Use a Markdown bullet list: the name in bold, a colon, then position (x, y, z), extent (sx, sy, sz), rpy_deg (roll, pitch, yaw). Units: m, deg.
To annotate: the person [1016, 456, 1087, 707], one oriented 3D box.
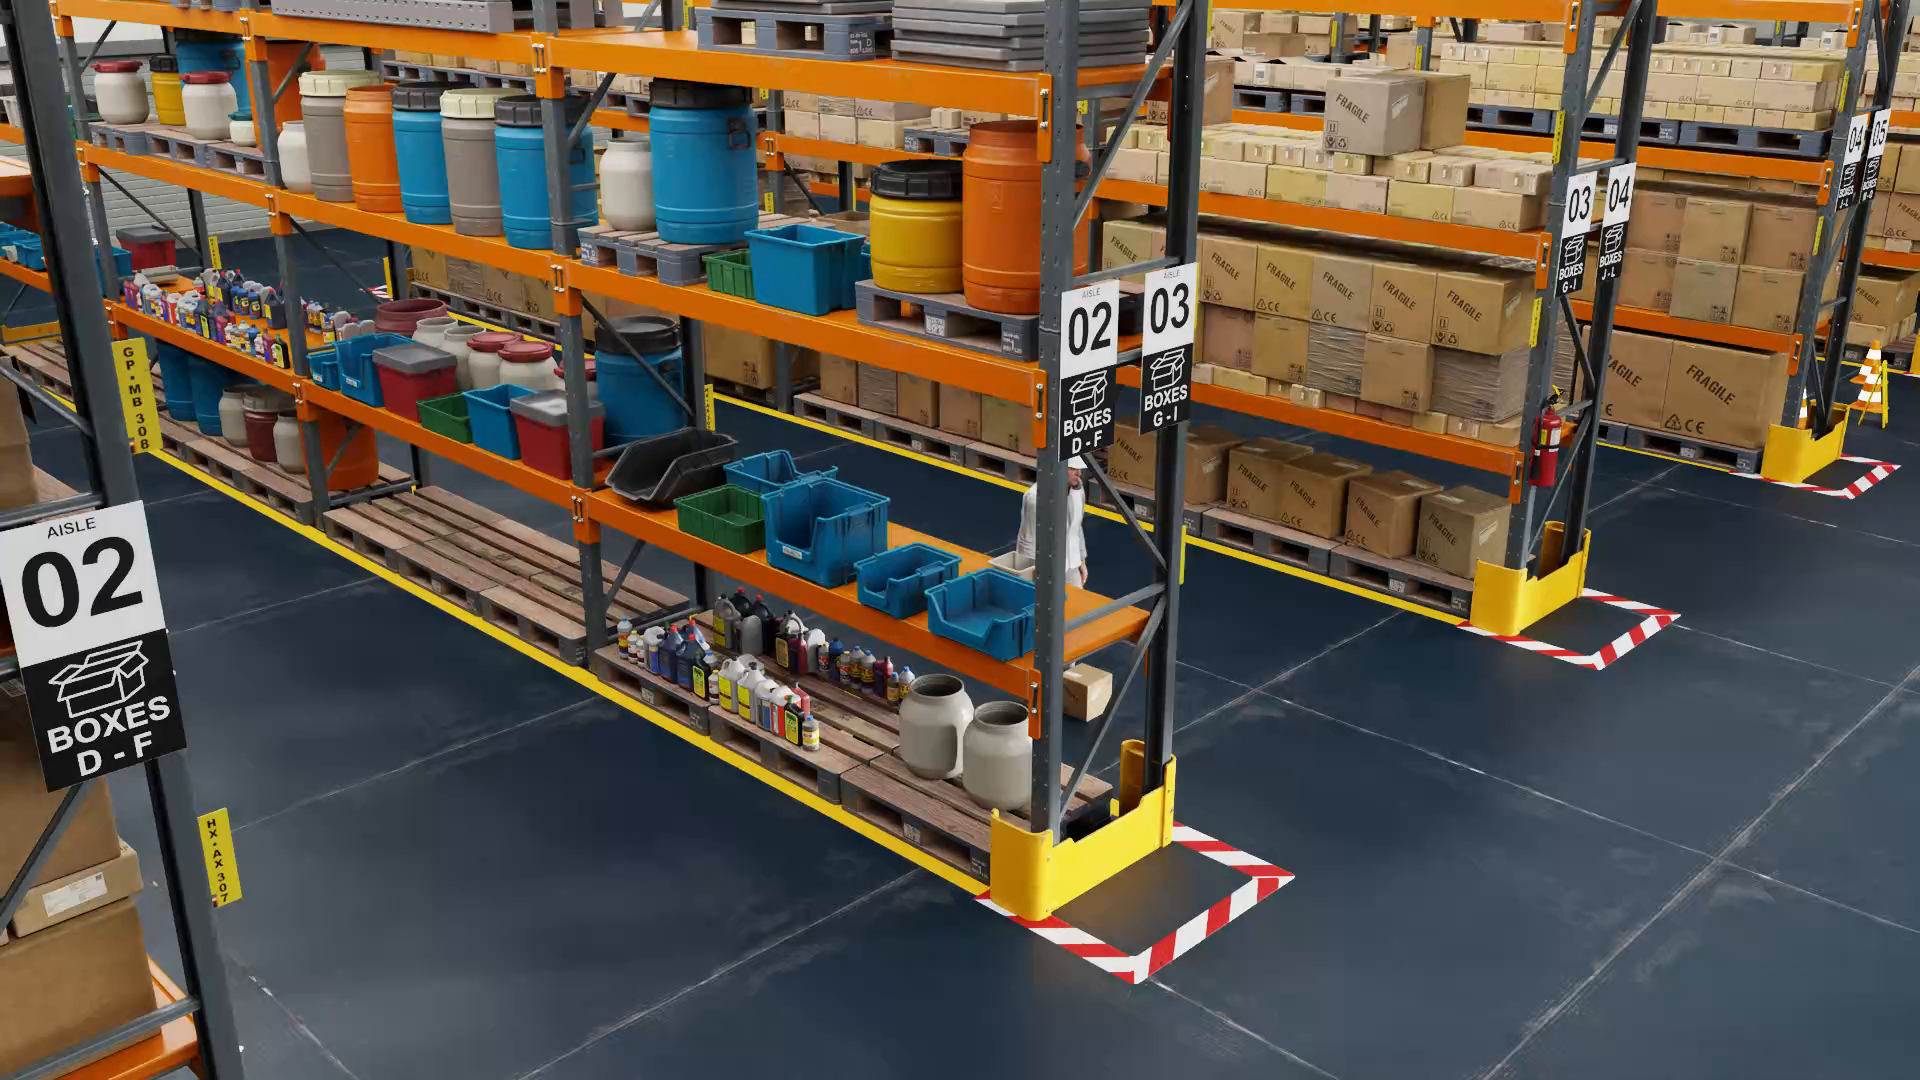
- **person**: position (0.599, 0.199, 10.507), extent (0.472, 1.771, 0.581), rpy_deg (18, 27, 39)
